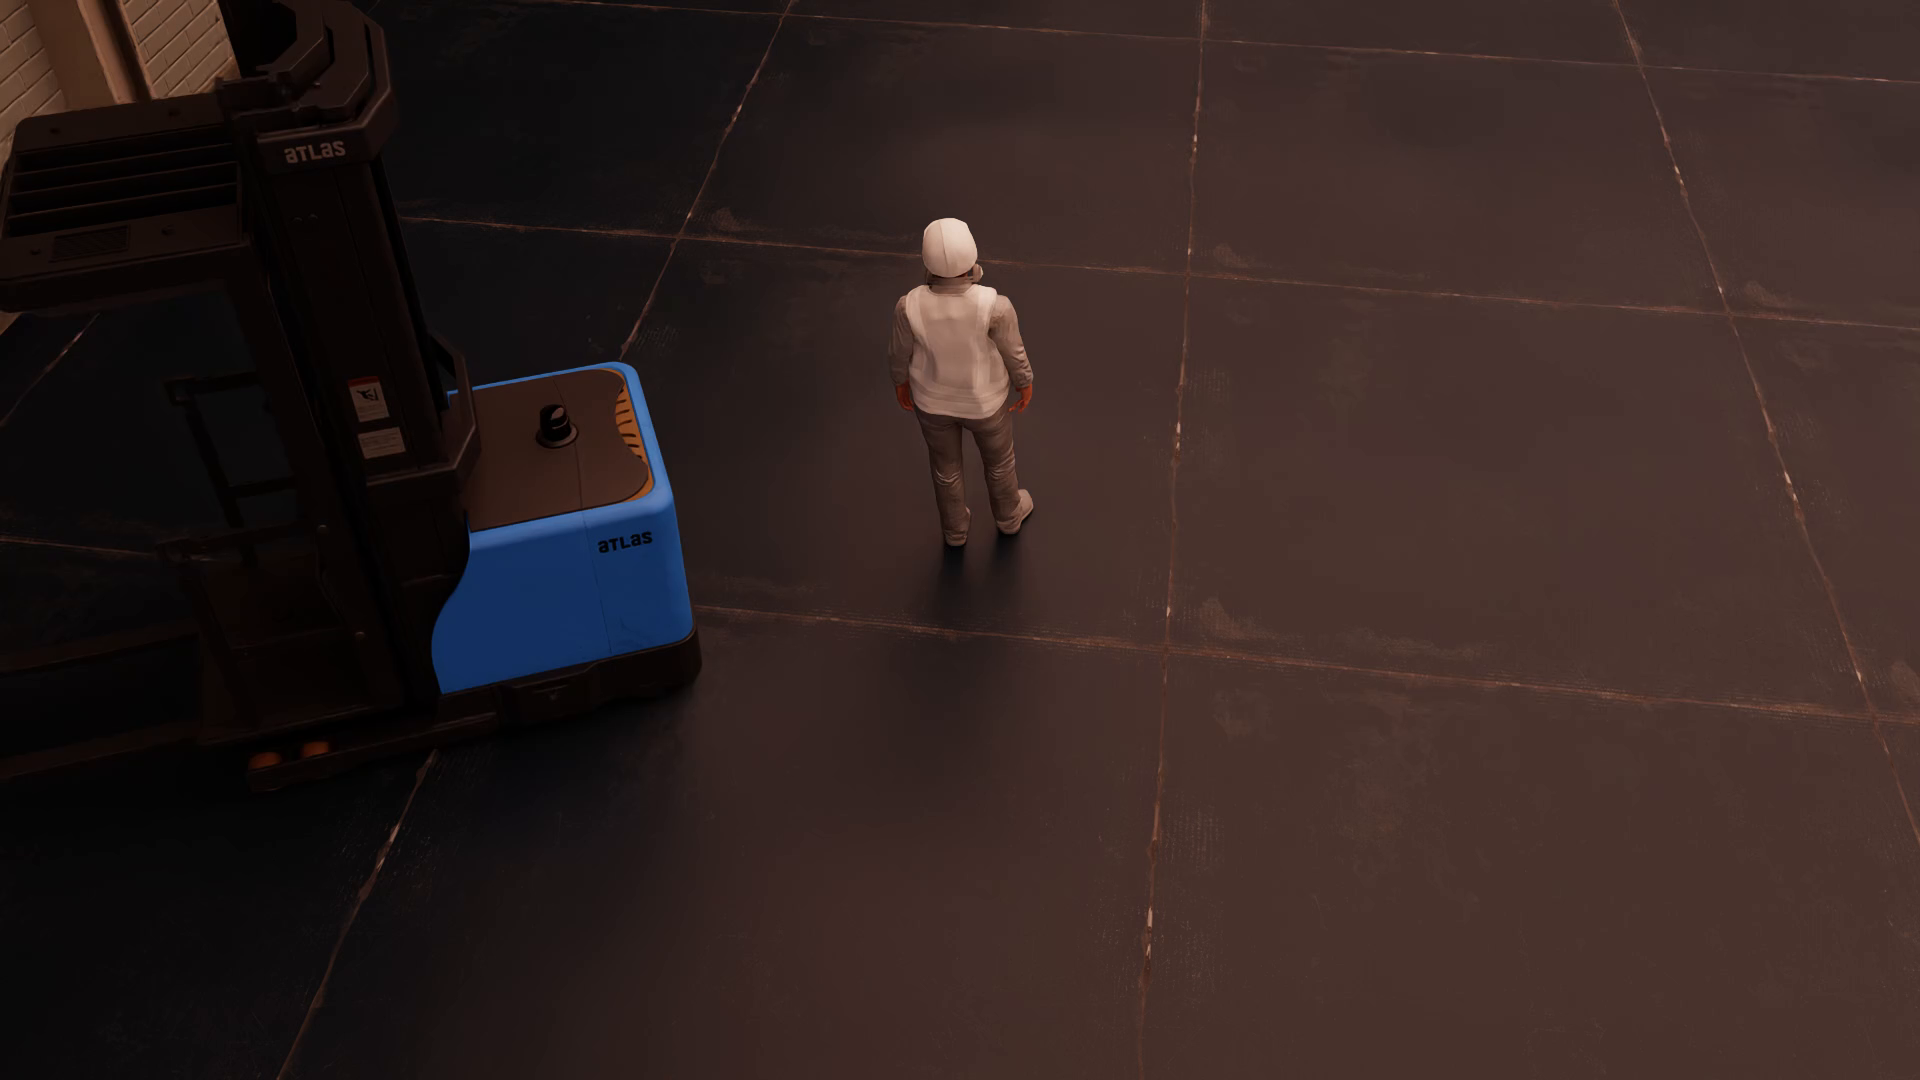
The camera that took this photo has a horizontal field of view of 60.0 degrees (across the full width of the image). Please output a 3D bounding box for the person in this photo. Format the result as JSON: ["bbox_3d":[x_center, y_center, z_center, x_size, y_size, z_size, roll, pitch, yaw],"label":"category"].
[{"bbox_3d":[0.016,-0.700,7.330,0.633,1.774,0.568,5,43,6],"label":"person"}]

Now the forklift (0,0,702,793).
[{"bbox_3d":[-2.690,-0.459,6.224,3.031,2.935,1.130,-12,44,-13],"label":"forklift"}]
